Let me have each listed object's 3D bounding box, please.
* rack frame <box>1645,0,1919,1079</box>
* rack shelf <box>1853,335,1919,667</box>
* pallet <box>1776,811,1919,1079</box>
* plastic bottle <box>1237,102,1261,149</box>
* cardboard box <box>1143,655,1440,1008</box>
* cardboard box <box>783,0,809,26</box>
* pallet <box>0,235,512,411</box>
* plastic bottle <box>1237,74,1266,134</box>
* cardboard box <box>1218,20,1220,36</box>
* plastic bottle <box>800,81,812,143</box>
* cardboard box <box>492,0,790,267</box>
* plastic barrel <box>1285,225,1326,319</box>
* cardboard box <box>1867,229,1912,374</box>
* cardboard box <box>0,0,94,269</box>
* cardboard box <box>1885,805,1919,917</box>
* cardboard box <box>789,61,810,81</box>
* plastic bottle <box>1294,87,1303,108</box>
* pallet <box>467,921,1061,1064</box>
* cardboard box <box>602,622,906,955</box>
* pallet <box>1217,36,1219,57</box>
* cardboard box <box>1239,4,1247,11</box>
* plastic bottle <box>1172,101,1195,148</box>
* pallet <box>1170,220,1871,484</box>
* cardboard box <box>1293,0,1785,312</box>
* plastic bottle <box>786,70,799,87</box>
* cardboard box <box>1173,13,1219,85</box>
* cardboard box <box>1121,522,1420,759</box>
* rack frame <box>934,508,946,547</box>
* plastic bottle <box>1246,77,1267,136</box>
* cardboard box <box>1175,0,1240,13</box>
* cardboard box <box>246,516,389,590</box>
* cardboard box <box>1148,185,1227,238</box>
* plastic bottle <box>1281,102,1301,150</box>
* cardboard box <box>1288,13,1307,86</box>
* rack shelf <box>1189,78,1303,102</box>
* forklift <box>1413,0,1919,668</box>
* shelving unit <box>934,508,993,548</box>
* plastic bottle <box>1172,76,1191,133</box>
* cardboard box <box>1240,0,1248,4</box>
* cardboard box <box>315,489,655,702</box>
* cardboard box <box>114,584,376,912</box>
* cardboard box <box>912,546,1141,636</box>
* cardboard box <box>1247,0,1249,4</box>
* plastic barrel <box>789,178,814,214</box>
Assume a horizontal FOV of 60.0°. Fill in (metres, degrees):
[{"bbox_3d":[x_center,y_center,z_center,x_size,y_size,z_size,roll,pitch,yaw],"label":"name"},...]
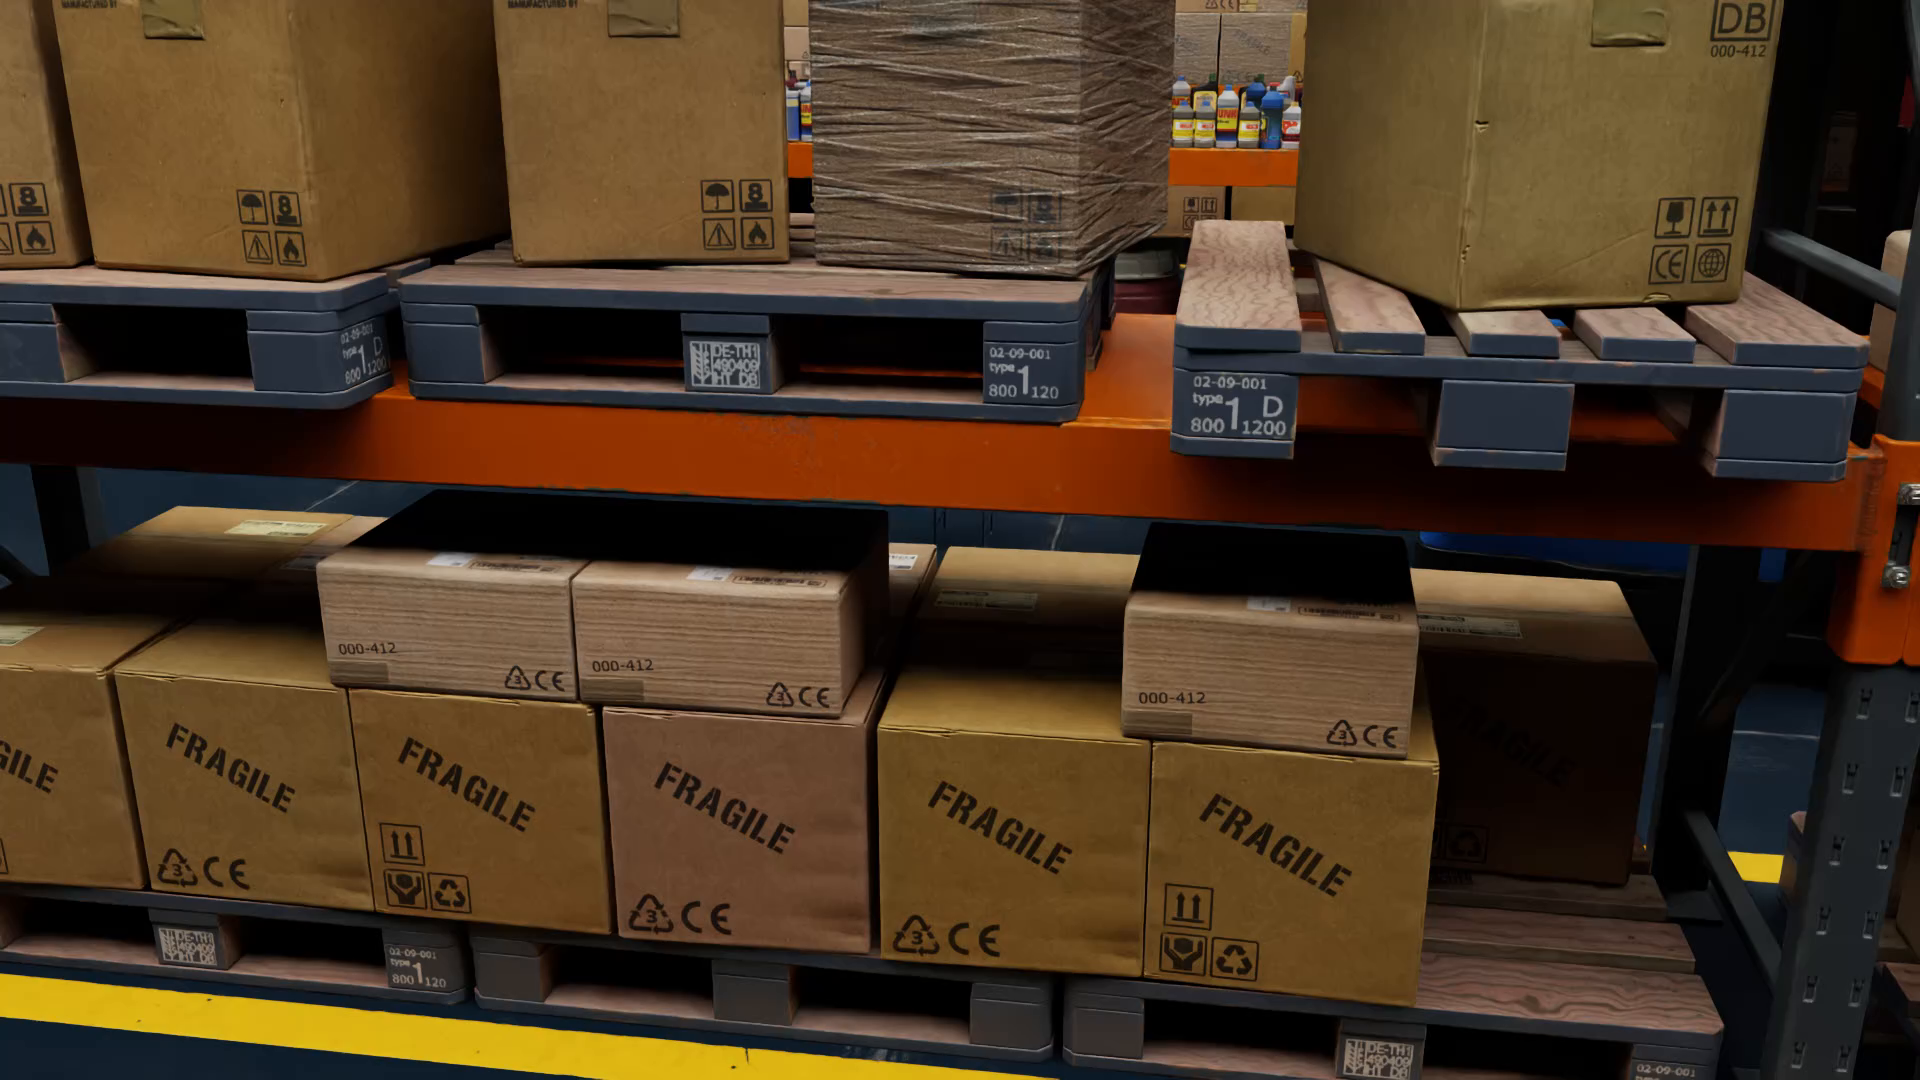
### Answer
[{"bbox_3d":[1.598,-0.474,2.991,0.127,3.000,1.000,3,19,9],"label":"rack frame"},{"bbox_3d":[3.573,-0.032,2.805,4.000,0.370,1.077,3,19,9],"label":"rack shelf"},{"bbox_3d":[2.405,0.902,3.273,1.213,0.211,1.003,3,19,9],"label":"pallet"},{"bbox_3d":[1.293,-1.856,7.435,0.097,0.201,0.097,0,18,0],"label":"plastic bottle"},{"bbox_3d":[0.637,0.530,3.239,0.500,0.500,0.500,4,19,11],"label":"cardboard box"},{"bbox_3d":[-1.273,-4.143,12.544,0.500,0.500,0.500,3,19,10],"label":"cardboard box"},{"bbox_3d":[-1.580,-0.509,3.401,1.213,0.211,1.003,3,19,9],"label":"pallet"},{"bbox_3d":[1.429,-2.137,8.147,0.133,0.283,0.061,3,19,9],"label":"plastic bottle"},{"bbox_3d":[2.489,-5.139,16.669,0.250,0.149,0.380,2,19,6],"label":"cardboard box"},{"bbox_3d":[-0.694,-1.990,7.726,0.097,0.271,0.097,0,18,0],"label":"plastic bottle"},{"bbox_3d":[-0.597,-0.852,3.303,0.500,0.500,0.700,-2,19,-5],"label":"cardboard box"},{"bbox_3d":[1.902,-1.215,7.964,0.708,0.830,0.600,3,19,9],"label":"plastic barrel"},{"bbox_3d":[1.950,-0.399,2.910,0.500,0.311,0.500,4,19,12],"label":"cardboard box"},{"bbox_3d":[-1.919,-0.828,3.230,0.500,0.500,0.700,-3,19,-10],"label":"cardboard box"},{"bbox_3d":[2.156,0.581,3.510,0.500,0.250,0.500,3,19,10],"label":"cardboard box"},{"bbox_3d":[-1.129,-3.572,12.647,0.250,0.149,0.380,3,19,9],"label":"cardboard box"},{"bbox_3d":[1.694,-2.124,8.107,0.133,0.283,0.061,3,19,9],"label":"plastic bottle"},{"bbox_3d":[-0.334,0.737,3.767,1.213,0.211,1.003,3,19,9],"label":"pallet"},{"bbox_3d":[-0.393,0.479,3.390,0.500,0.500,0.500,2,19,7],"label":"cardboard box"},{"bbox_3d":[2.098,-5.122,17.185,1.213,0.211,1.003,3,19,9],"label":"pallet"},{"bbox_3d":[2.728,-5.267,16.583,0.250,0.149,0.380,3,19,9],"label":"cardboard box"},{"bbox_3d":[1.005,-1.870,7.479,0.097,0.201,0.097,0,18,0],"label":"plastic bottle"},{"bbox_3d":[0.918,-0.395,3.058,1.003,0.211,1.213,3,19,9],"label":"pallet"},{"bbox_3d":[0.958,-0.717,2.898,0.500,0.500,0.700,-3,19,-10],"label":"cardboard box"},{"bbox_3d":[-0.886,-2.255,8.500,0.133,0.283,0.061,3,19,9],"label":"plastic bottle"},{"bbox_3d":[1.642,-3.624,12.248,0.500,0.500,0.500,2,19,7],"label":"cardboard box"},{"bbox_3d":[0.581,0.172,3.125,0.500,0.250,0.500,4,19,11],"label":"cardboard box"},{"bbox_3d":[-0.076,-0.573,6.124,0.006,1.200,0.240,3,19,9],"label":"rack frame"},{"bbox_3d":[1.435,-2.106,8.073,0.097,0.271,0.097,0,18,0],"label":"plastic bottle"},{"bbox_3d":[1.811,-4.176,12.317,0.637,0.503,0.797,3,19,10],"label":"cardboard box"},{"bbox_3d":[-1.332,0.264,4.032,0.500,0.500,0.500,3,19,9],"label":"cardboard box"},{"bbox_3d":[1.616,-2.857,12.801,0.875,0.875,1.225,3,19,9],"label":"cardboard box"},{"bbox_3d":[1.485,-1.846,7.405,0.097,0.201,0.097,0,18,0],"label":"plastic bottle"},{"bbox_3d":[2.646,-3.572,12.093,0.500,0.500,0.500,4,19,10],"label":"cardboard box"},{"bbox_3d":[1.198,-3.336,12.681,4.000,0.370,1.077,3,19,9],"label":"rack shelf"},{"bbox_3d":[3.034,-1.080,4.911,3.031,2.935,1.130,6,19,17],"label":"forklift"},{"bbox_3d":[0.014,-0.568,6.111,0.189,1.200,0.258,3,19,9],"label":"shelving unit"},{"bbox_3d":[1.085,-2.143,8.184,0.097,0.271,0.097,0,18,0],"label":"plastic bottle"},{"bbox_3d":[2.732,-5.408,16.534,0.250,0.149,0.380,3,19,10],"label":"cardboard box"},{"bbox_3d":[-0.925,0.097,3.349,0.500,0.250,0.500,3,19,9],"label":"cardboard box"},{"bbox_3d":[-1.384,0.426,3.549,0.500,0.500,0.500,3,19,9],"label":"cardboard box"},{"bbox_3d":[0.182,0.339,3.808,0.500,0.500,0.500,3,19,8],"label":"cardboard box"},{"bbox_3d":[2.865,-5.612,17.144,0.250,0.149,0.380,2,19,6],"label":"cardboard box"},{"bbox_3d":[-1.028,-1.398,8.399,0.708,0.901,0.600,3,19,9],"label":"plastic barrel"}]
